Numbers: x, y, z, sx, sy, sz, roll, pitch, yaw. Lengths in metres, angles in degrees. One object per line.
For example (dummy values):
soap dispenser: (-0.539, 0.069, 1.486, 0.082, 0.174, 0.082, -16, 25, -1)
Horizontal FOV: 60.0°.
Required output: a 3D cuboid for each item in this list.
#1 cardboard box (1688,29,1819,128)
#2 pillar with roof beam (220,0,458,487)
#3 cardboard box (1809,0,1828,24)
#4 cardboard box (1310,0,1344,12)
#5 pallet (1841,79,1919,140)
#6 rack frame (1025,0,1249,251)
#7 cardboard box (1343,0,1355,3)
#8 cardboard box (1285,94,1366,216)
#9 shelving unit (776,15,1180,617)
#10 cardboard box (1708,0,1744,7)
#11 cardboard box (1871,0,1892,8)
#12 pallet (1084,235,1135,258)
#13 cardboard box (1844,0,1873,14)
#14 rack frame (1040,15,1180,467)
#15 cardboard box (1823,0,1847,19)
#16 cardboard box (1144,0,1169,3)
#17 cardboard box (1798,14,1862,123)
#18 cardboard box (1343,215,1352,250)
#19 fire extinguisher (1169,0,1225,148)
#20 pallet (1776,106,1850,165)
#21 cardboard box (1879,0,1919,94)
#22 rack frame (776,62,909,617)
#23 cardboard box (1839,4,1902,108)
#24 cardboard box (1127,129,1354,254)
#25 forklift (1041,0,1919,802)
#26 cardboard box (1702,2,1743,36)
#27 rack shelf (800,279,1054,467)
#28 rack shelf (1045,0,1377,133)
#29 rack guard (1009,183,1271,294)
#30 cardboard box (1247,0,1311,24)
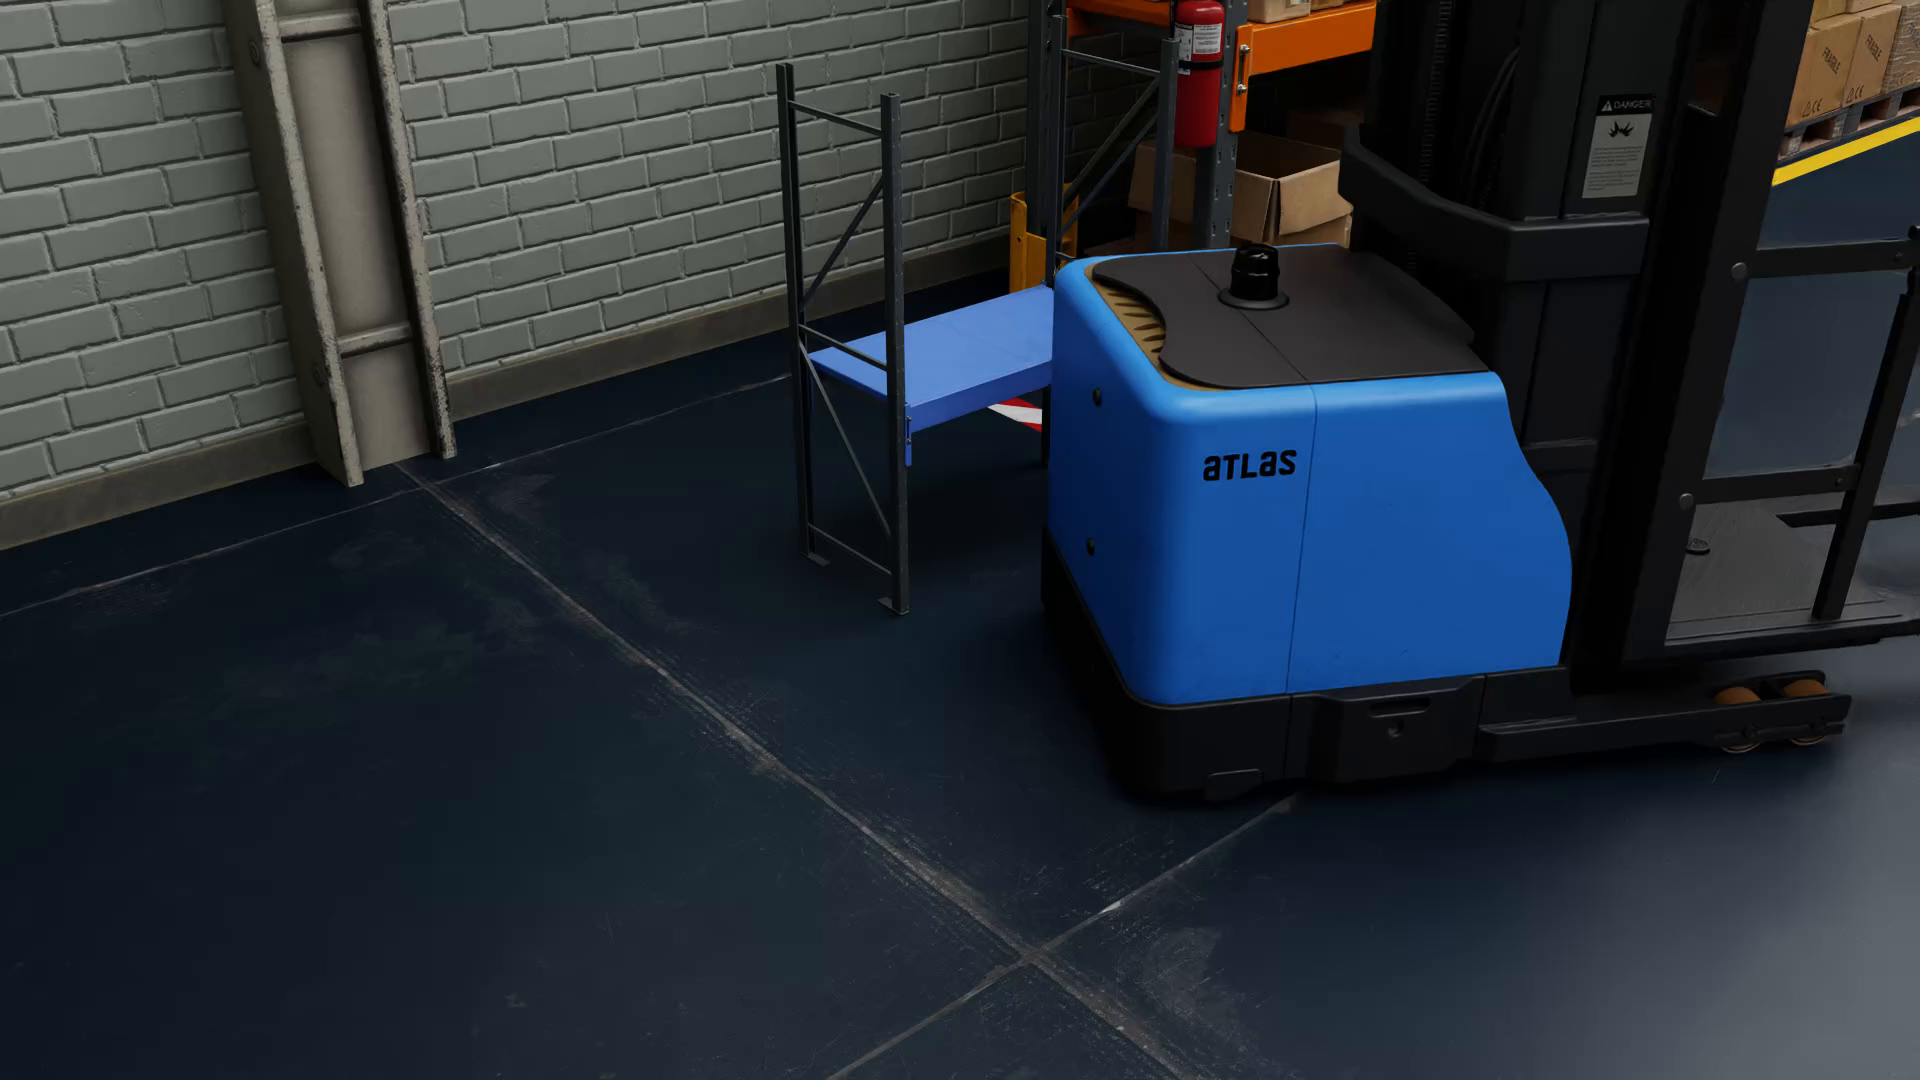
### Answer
cardboard box: (4.191, -2.490, 8.933, 0.500, 0.500, 0.500, -20, 34, -33)
pillar with roof beam: (0.792, -2.717, 0.786, 0.400, 9.000, 9.100, -22, 35, -35)
cardboard box: (4.471, -2.918, 9.046, 0.250, 0.149, 0.380, -24, 36, -37)
cardboard box: (1.225, -2.102, 6.267, 0.250, 0.149, 0.380, -21, 35, -34)
pallet: (5.200, -2.747, 10.167, 1.213, 0.211, 1.003, -22, 35, -35)
rack frame: (0.634, -2.116, 6.027, 0.127, 3.000, 1.000, -22, 35, -35)
cardboard box: (1.403, -2.195, 6.441, 0.250, 0.149, 0.380, -22, 35, -36)
cardboard box: (1.836, -1.599, 7.267, 0.500, 0.500, 0.700, -20, 34, -33)
shelving unit: (0.065, -0.688, 4.945, 1.048, 1.500, 0.538, -22, 35, -35)
cardboard box: (4.083, -2.876, 8.651, 0.250, 0.149, 0.380, -23, 35, -36)
cardboard box: (5.075, -3.145, 9.470, 0.250, 0.149, 0.380, -20, 34, -33)
pallet: (1.298, -1.153, 7.185, 1.213, 0.211, 1.003, -22, 35, -35)
cardboard box: (4.885, -3.070, 9.330, 0.250, 0.149, 0.380, -22, 35, -35)
rack frame: (0.452, -0.843, 5.236, 0.032, 1.500, 0.500, -22, 35, -35)
cardboard box: (4.671, -3.007, 9.212, 0.250, 0.149, 0.380, -23, 35, -36)
cardboard box: (0.712, -2.203, 6.456, 0.250, 0.149, 0.380, -22, 35, -35)
cardboard box: (4.590, -2.656, 9.244, 0.500, 0.500, 0.500, -22, 35, -36)
cardboard box: (1.509, -1.313, 7.103, 0.250, 0.149, 0.380, -24, 36, -37)
fire extinguisher: (0.822, -1.707, 5.739, 0.183, 0.674, 0.296, -22, 35, -35)
pallet: (4.271, -2.372, 9.465, 1.213, 0.211, 1.003, -22, 35, -35)
cardboard box: (5.371, -2.964, 9.820, 0.500, 0.500, 0.500, -23, 36, -37)
rack frame: (-0.322, -0.532, 4.654, 0.032, 1.500, 0.500, -22, 35, -35)
cardboard box: (4.972, -2.807, 9.527, 0.500, 0.500, 0.500, -23, 36, -36)
cardboard box: (1.161, -1.353, 6.803, 0.637, 0.503, 0.797, -24, 36, -37)
forklift: (1.799, -0.990, 3.993, 3.031, 2.935, 1.130, -5, 29, -9)
cardboard box: (4.122, -2.723, 8.681, 0.250, 0.149, 0.380, -20, 34, -33)
rack shelf: (0.065, -0.529, 5.030, 1.000, 0.185, 0.538, -22, 35, -35)
rack shelf: (2.155, -2.410, 7.341, 4.000, 0.370, 1.077, -22, 35, -35)
rack guard: (0.692, -1.037, 6.659, 0.348, 0.500, 1.175, -22, 35, -35)
cardboard box: (1.062, -2.007, 6.090, 0.250, 0.149, 0.380, -22, 35, -35)
